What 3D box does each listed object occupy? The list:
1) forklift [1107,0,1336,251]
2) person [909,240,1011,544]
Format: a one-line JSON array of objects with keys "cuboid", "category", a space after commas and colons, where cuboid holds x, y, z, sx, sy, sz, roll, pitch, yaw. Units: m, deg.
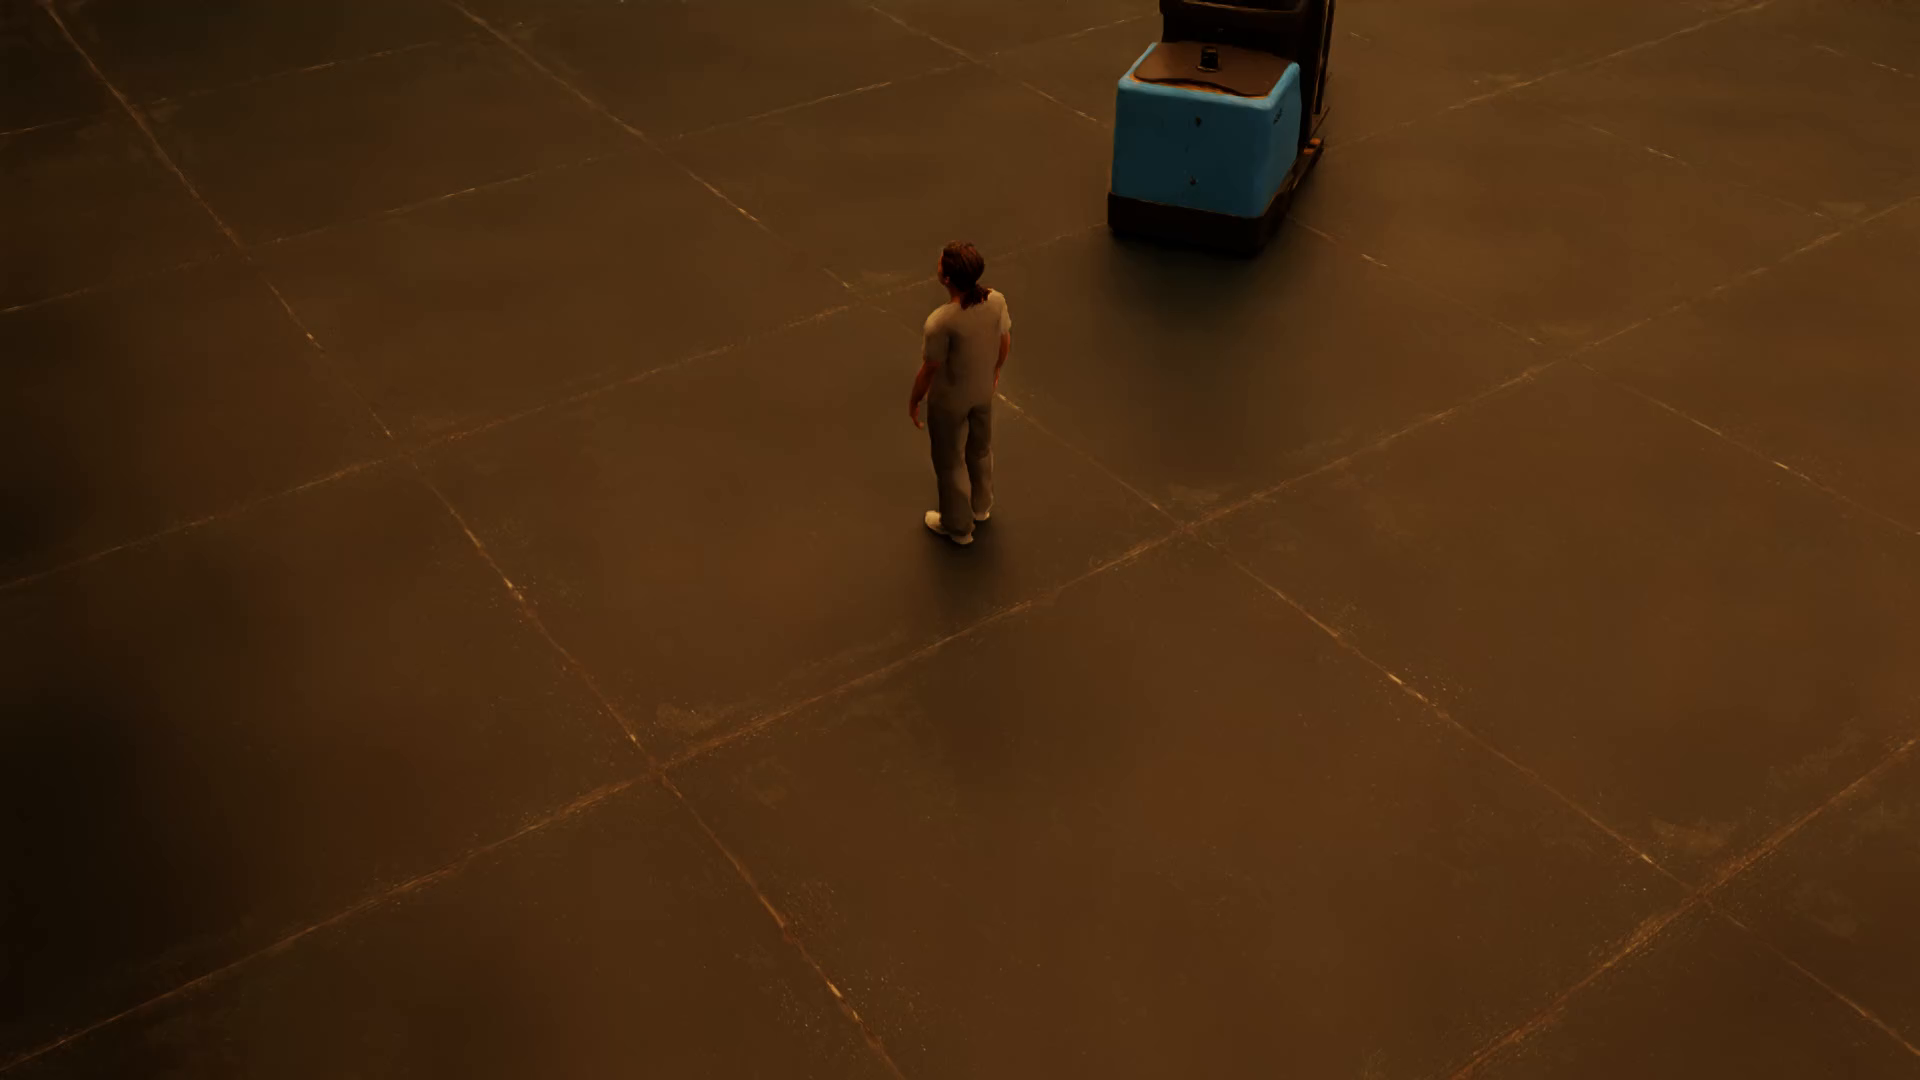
[{"cuboid": [2.016, -3.930, 11.260, 1.130, 2.935, 3.031, 14, 39, 18], "category": "forklift"}, {"cuboid": [-0.032, -0.720, 7.962, 0.550, 1.674, 0.548, -23, 42, -28], "category": "person"}]
